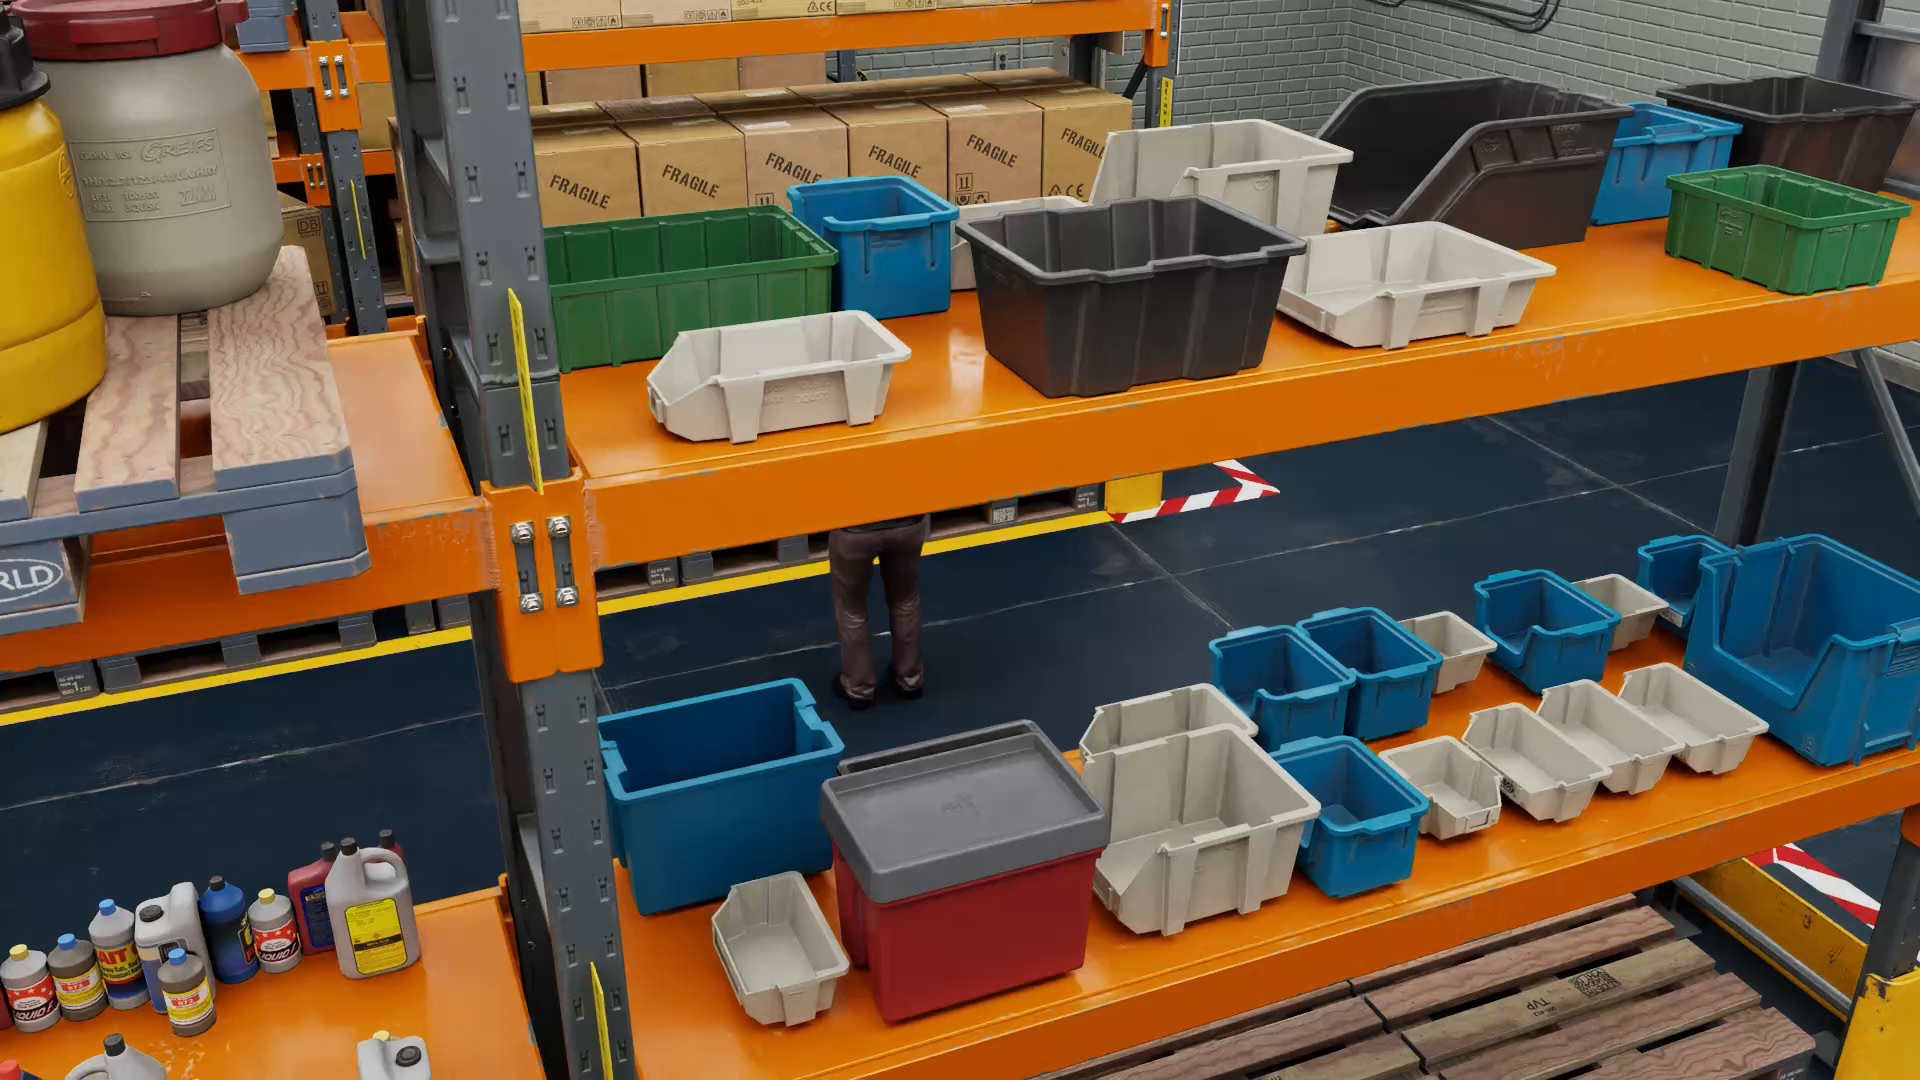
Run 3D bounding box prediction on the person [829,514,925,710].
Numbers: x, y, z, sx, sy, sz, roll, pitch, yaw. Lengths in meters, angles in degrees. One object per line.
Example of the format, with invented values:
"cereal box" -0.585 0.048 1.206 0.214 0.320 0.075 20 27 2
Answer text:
"person" -0.419 -0.098 7.352 0.494 1.712 0.557 -10 27 -20
